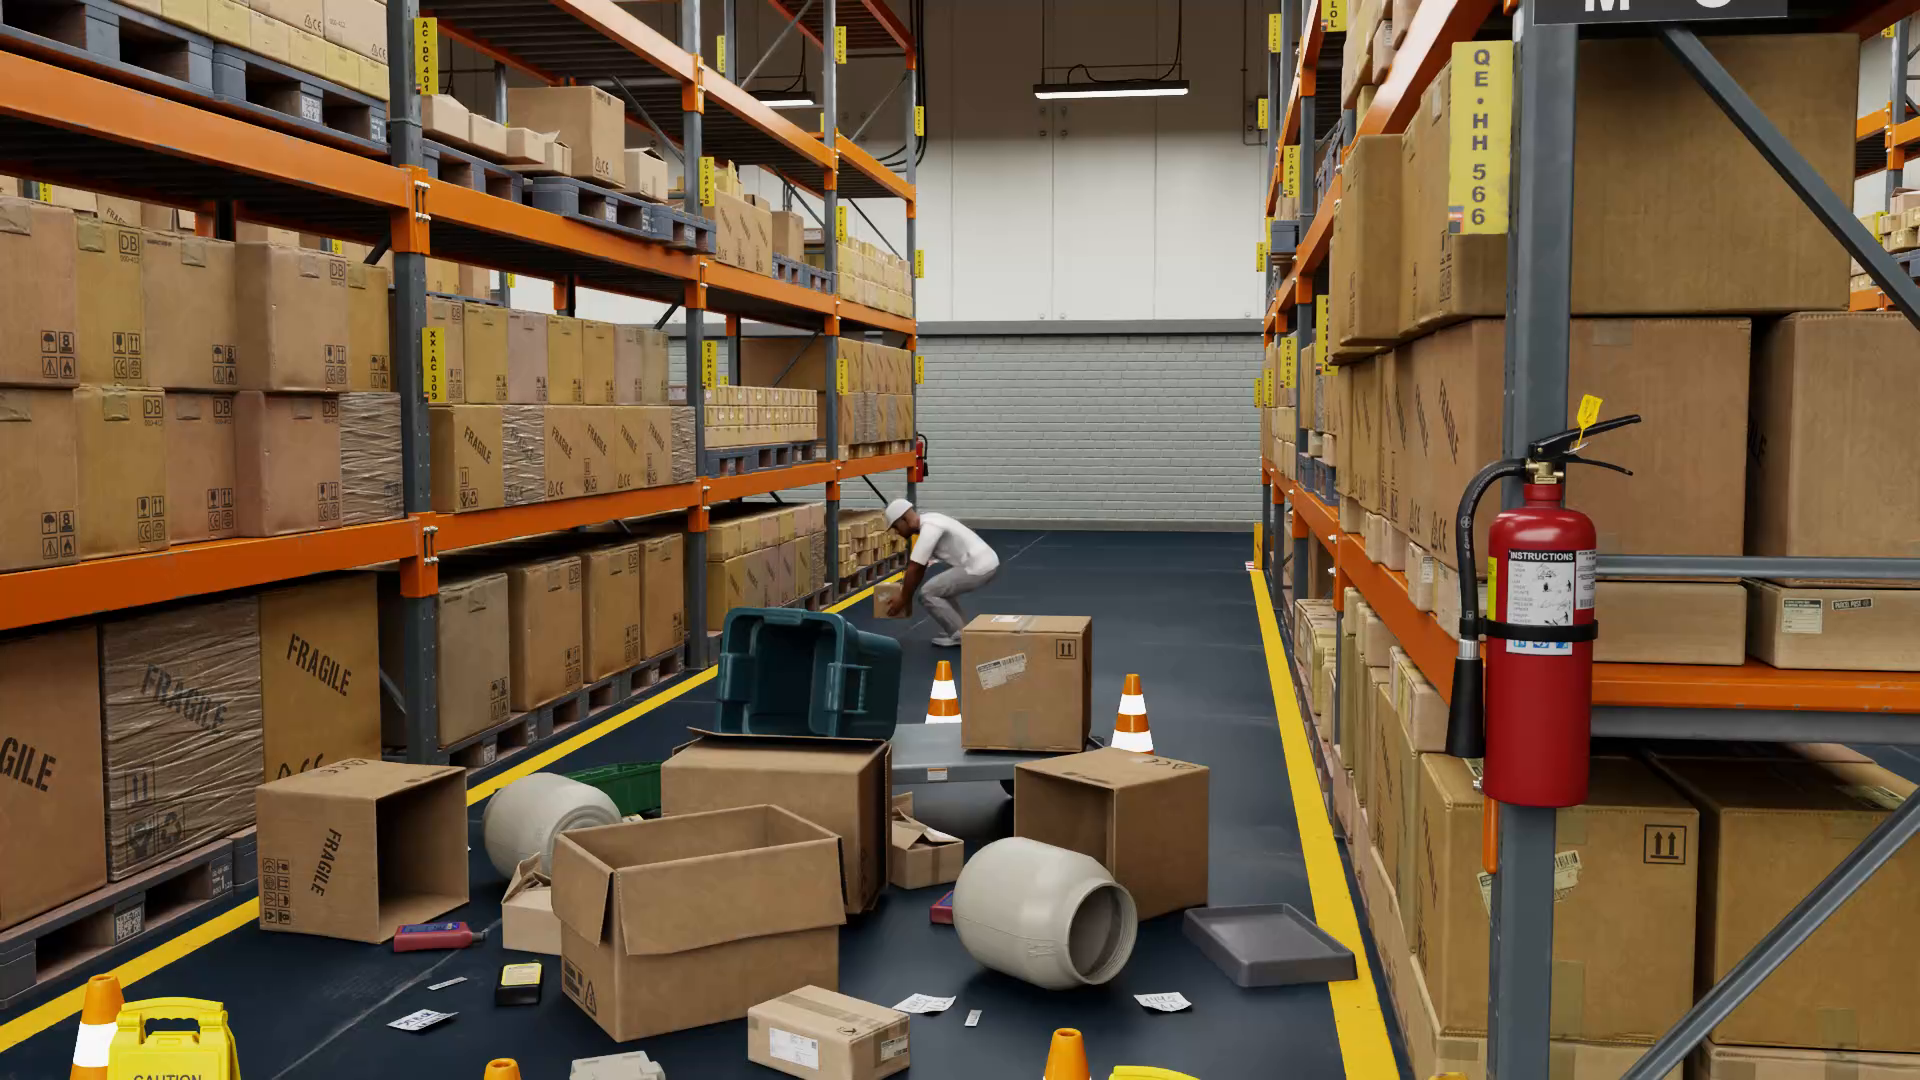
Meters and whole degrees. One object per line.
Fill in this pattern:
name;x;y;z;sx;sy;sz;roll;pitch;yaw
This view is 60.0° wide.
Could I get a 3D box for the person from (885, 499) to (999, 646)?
person;-0.140;0.243;12.623;0.860;1.111;0.603;1;4;9
